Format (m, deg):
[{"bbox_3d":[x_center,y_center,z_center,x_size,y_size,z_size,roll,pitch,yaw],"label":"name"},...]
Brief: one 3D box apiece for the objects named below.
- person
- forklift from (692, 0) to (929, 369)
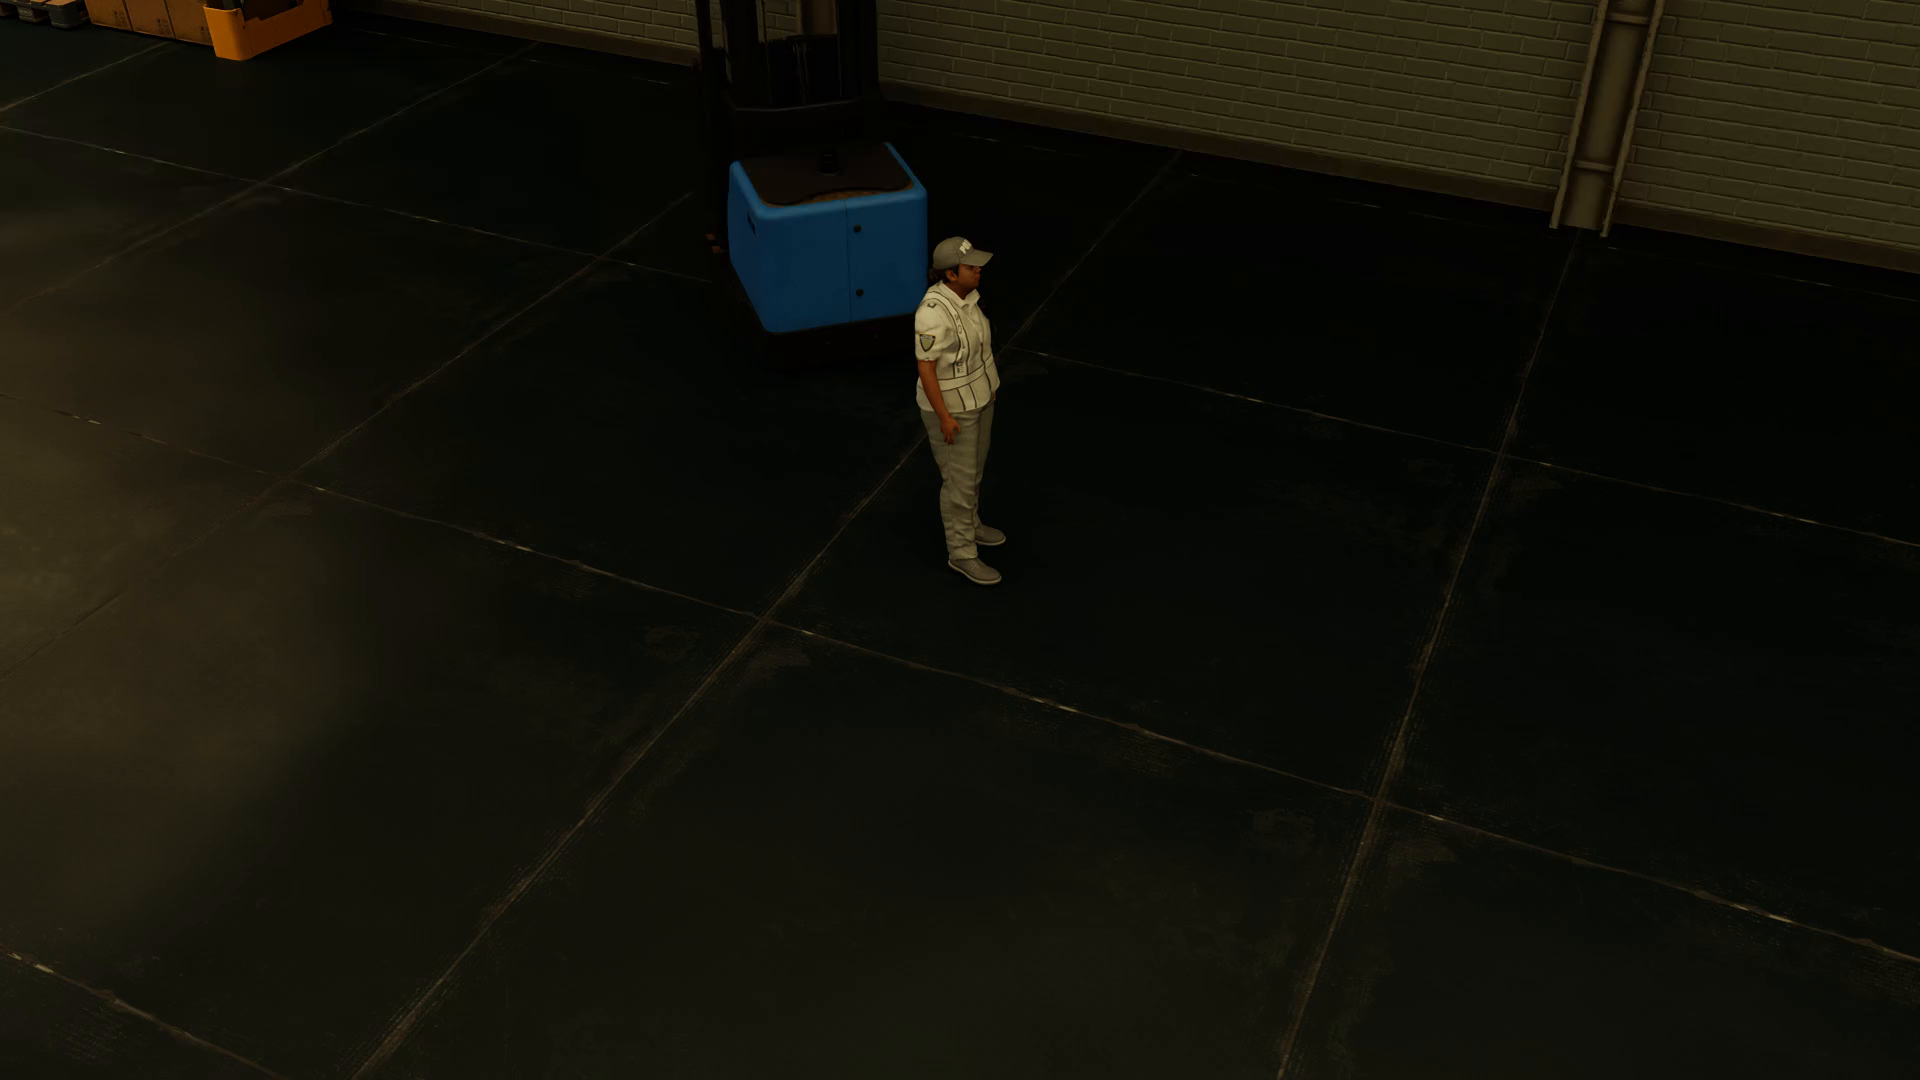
[{"bbox_3d":[0.060,-0.653,8.080,0.529,1.670,0.598,15,38,20],"label":"person"},{"bbox_3d":[-1.118,-3.065,10.383,1.130,2.935,3.031,-11,37,-15],"label":"forklift"}]
